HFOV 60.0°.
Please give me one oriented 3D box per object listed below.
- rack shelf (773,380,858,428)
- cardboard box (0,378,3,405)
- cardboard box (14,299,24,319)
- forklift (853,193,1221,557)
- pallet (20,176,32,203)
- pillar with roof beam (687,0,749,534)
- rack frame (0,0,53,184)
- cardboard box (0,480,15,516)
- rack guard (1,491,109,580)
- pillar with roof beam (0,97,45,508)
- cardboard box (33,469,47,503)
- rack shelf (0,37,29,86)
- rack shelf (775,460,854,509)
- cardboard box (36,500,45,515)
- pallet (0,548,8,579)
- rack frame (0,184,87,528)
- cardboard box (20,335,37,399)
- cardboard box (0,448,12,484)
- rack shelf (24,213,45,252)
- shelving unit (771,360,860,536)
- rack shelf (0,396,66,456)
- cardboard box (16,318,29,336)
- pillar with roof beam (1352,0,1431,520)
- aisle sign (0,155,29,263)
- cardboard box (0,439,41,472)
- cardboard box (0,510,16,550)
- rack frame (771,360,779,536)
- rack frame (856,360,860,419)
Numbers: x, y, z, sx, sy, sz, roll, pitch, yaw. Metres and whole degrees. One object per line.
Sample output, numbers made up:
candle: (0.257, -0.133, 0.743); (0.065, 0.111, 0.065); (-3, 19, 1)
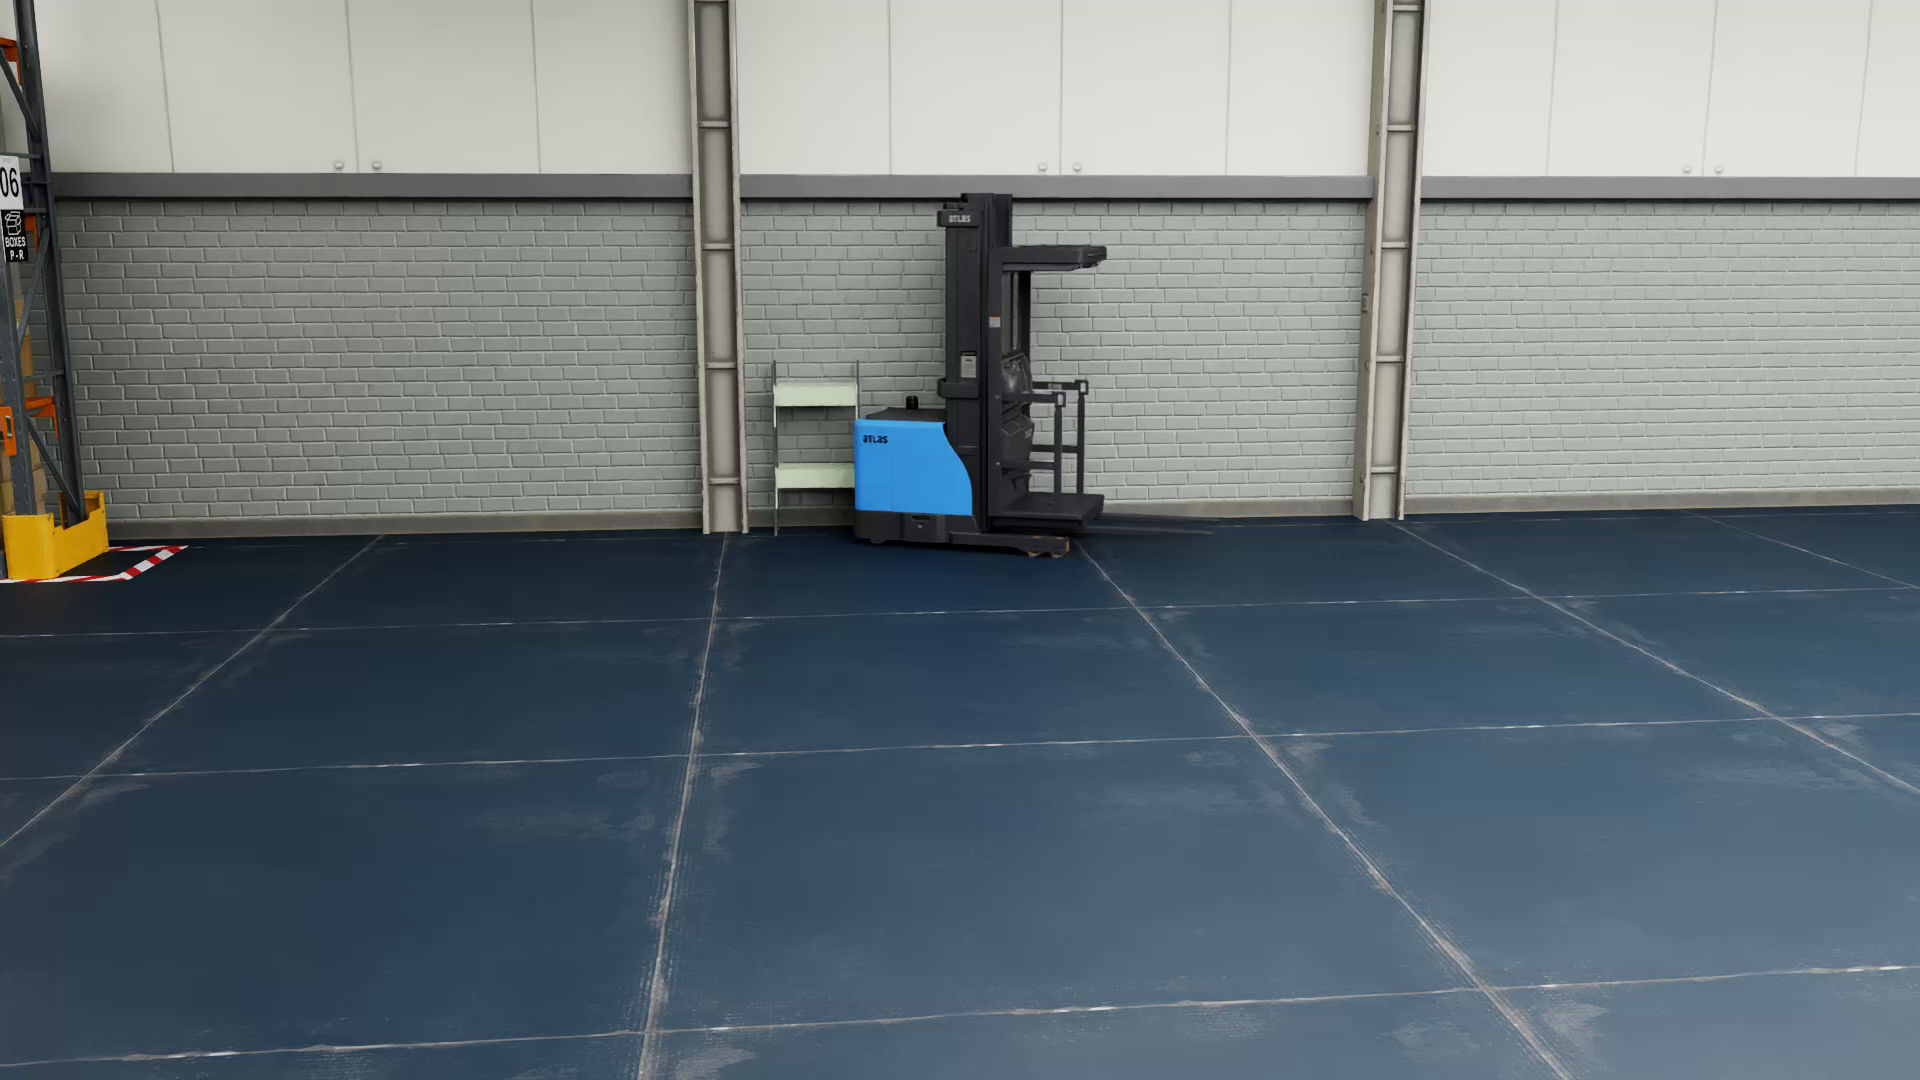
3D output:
rack shelf: (-1.257, -1.196, 14.541); (0.720, 0.370, 0.431); (-1, 11, -3)
cardboard box: (-7.721, -1.266, 12.771); (0.500, 0.500, 0.500); (-1, 11, -7)
cardboard box: (-7.617, -1.825, 13.161); (0.250, 0.149, 0.380); (-1, 11, -7)
forklift: (0.667, -1.408, 13.933); (3.031, 2.935, 1.130); (3, 11, 15)
pallet: (-7.965, -2.696, 12.759); (1.213, 0.211, 1.003); (-1, 11, -6)
pillar with roof beam: (-1.619, -3.679, 9.753); (0.400, 9.000, 9.100); (-1, 11, -6)
rack frame: (-7.260, -4.221, 12.511); (0.127, 3.000, 1.000); (-1, 11, -6)
cardboard box: (-7.710, -0.309, 12.909); (0.500, 0.250, 0.500); (-1, 11, -7)
rack guard: (-7.236, -0.051, 13.333); (0.348, 0.500, 1.175); (-1, 11, -6)
pillar with roof beam: (-7.584, -3.554, 9.117); (0.400, 9.000, 9.100); (-1, 11, -6)
cardboard box: (-7.750, -0.410, 13.419); (0.500, 0.250, 0.500); (-1, 11, -5)
rack shelf: (-9.248, -3.630, 12.407); (4.000, 0.370, 1.077); (-1, 11, -6)
rack shelf: (-1.257, -0.493, 14.679); (0.720, 0.370, 0.431); (-1, 11, -3)
cardboard box: (-7.769, -0.162, 13.453); (0.500, 0.250, 0.500); (-1, 11, -6)
pallet: (-8.015, 0.115, 13.237); (1.213, 0.211, 1.003); (-1, 11, -6)
rack frame: (-7.260, -1.277, 13.089); (0.127, 3.000, 1.000); (-1, 11, -6)
cardboard box: (-7.782, -1.369, 13.298); (0.500, 0.500, 0.500); (-1, 11, -4)
cardboard box: (-7.684, -0.555, 12.865); (0.500, 0.250, 0.500); (-1, 11, -4)
rack shelf: (-9.248, -2.355, 12.658); (4.000, 0.370, 1.077); (-1, 11, -6)
shelving unit: (-1.257, -0.813, 14.616); (0.755, 1.500, 0.431); (-1, 11, -3)
rack shelf: (-9.248, -0.883, 12.947); (4.000, 0.370, 1.077); (-1, 11, -6)
cardboard box: (-7.625, -1.687, 13.234); (0.250, 0.149, 0.380); (-1, 11, -8)
pillar with roof beam: (4.345, -3.804, 10.388); (0.400, 9.000, 9.100); (-1, 11, -6)
aisle sign: (-7.163, -2.498, 12.559); (0.004, 0.787, 0.394); (-1, 11, -6)
cardboard box: (-7.758, -0.651, 13.351); (0.500, 0.250, 0.500); (-1, 11, -7)
cardboard box: (-7.693, -0.064, 12.956); (0.500, 0.250, 0.500); (-1, 11, -6)
rack frame: (-1.622, -0.809, 14.596); (0.023, 1.500, 0.400); (-1, 11, -3)
rack frame: (-0.891, -0.817, 14.636); (0.023, 1.500, 0.400); (-1, 11, -3)
